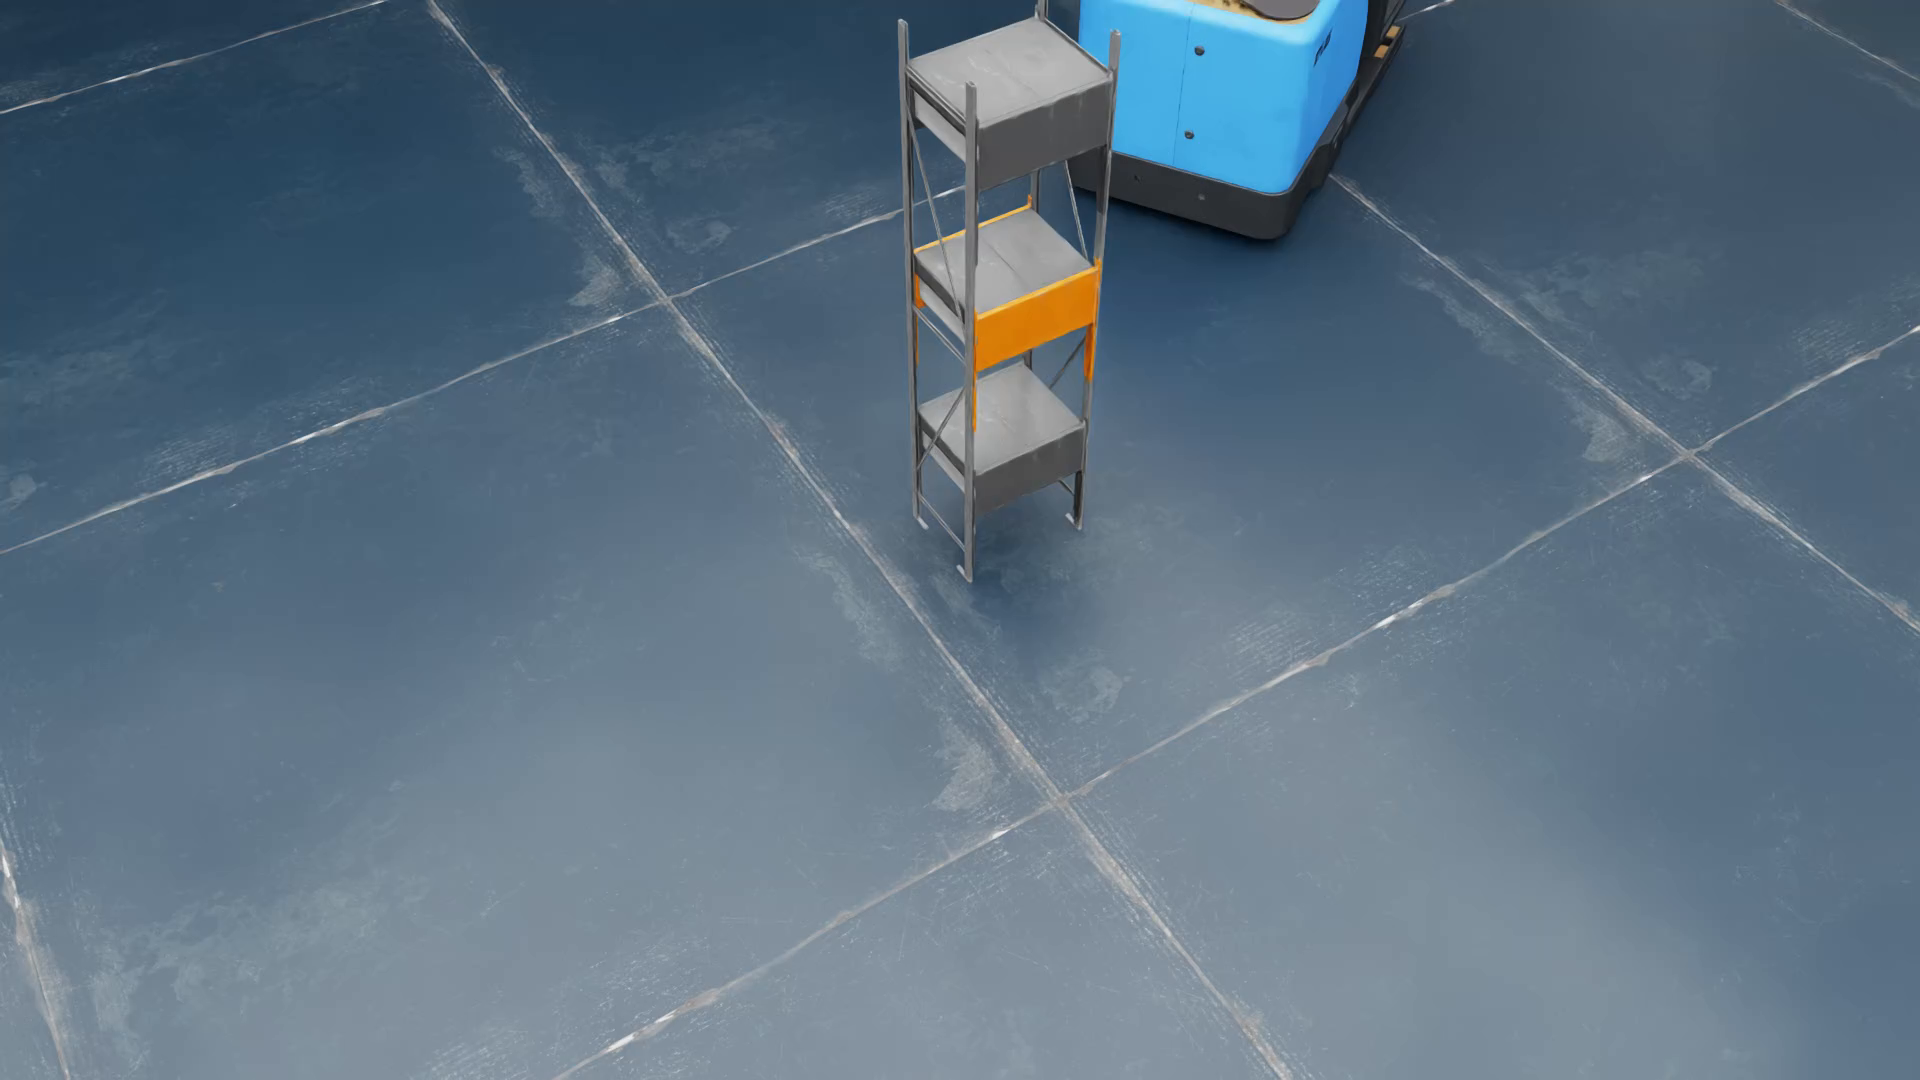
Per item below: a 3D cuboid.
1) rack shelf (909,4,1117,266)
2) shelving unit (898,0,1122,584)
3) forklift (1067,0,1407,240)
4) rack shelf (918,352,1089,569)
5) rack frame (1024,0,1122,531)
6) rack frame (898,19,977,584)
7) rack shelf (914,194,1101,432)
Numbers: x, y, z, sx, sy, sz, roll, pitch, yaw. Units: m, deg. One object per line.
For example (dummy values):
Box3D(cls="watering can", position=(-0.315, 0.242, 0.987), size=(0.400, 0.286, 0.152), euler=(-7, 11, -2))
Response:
Box3D(cls="rack shelf", position=(0.140, -1.221, 5.012), size=(0.480, 0.518, 0.431), euler=(-25, 53, -21))
Box3D(cls="shelving unit", position=(0.140, -0.764, 5.525), size=(0.503, 2.100, 0.431), euler=(-25, 53, -21))
Box3D(cls="forklift", position=(1.592, -3.412, 7.326), size=(1.130, 2.935, 3.031), euler=(20, 51, 17))
Box3D(cls="rack shelf", position=(0.140, -0.290, 6.058), size=(0.480, 0.518, 0.431), euler=(-25, 53, -21))
Box3D(cls="rack frame", position=(0.346, -0.861, 5.611), size=(0.015, 2.100, 0.400), euler=(-25, 53, -21))
Box3D(cls="rack frame", position=(-0.066, -0.667, 5.438), size=(0.015, 2.100, 0.400), euler=(-25, 53, -21))
Box3D(cls="rack shelf", position=(0.140, -0.755, 5.535), size=(0.480, 0.518, 0.431), euler=(-25, 53, -21))
